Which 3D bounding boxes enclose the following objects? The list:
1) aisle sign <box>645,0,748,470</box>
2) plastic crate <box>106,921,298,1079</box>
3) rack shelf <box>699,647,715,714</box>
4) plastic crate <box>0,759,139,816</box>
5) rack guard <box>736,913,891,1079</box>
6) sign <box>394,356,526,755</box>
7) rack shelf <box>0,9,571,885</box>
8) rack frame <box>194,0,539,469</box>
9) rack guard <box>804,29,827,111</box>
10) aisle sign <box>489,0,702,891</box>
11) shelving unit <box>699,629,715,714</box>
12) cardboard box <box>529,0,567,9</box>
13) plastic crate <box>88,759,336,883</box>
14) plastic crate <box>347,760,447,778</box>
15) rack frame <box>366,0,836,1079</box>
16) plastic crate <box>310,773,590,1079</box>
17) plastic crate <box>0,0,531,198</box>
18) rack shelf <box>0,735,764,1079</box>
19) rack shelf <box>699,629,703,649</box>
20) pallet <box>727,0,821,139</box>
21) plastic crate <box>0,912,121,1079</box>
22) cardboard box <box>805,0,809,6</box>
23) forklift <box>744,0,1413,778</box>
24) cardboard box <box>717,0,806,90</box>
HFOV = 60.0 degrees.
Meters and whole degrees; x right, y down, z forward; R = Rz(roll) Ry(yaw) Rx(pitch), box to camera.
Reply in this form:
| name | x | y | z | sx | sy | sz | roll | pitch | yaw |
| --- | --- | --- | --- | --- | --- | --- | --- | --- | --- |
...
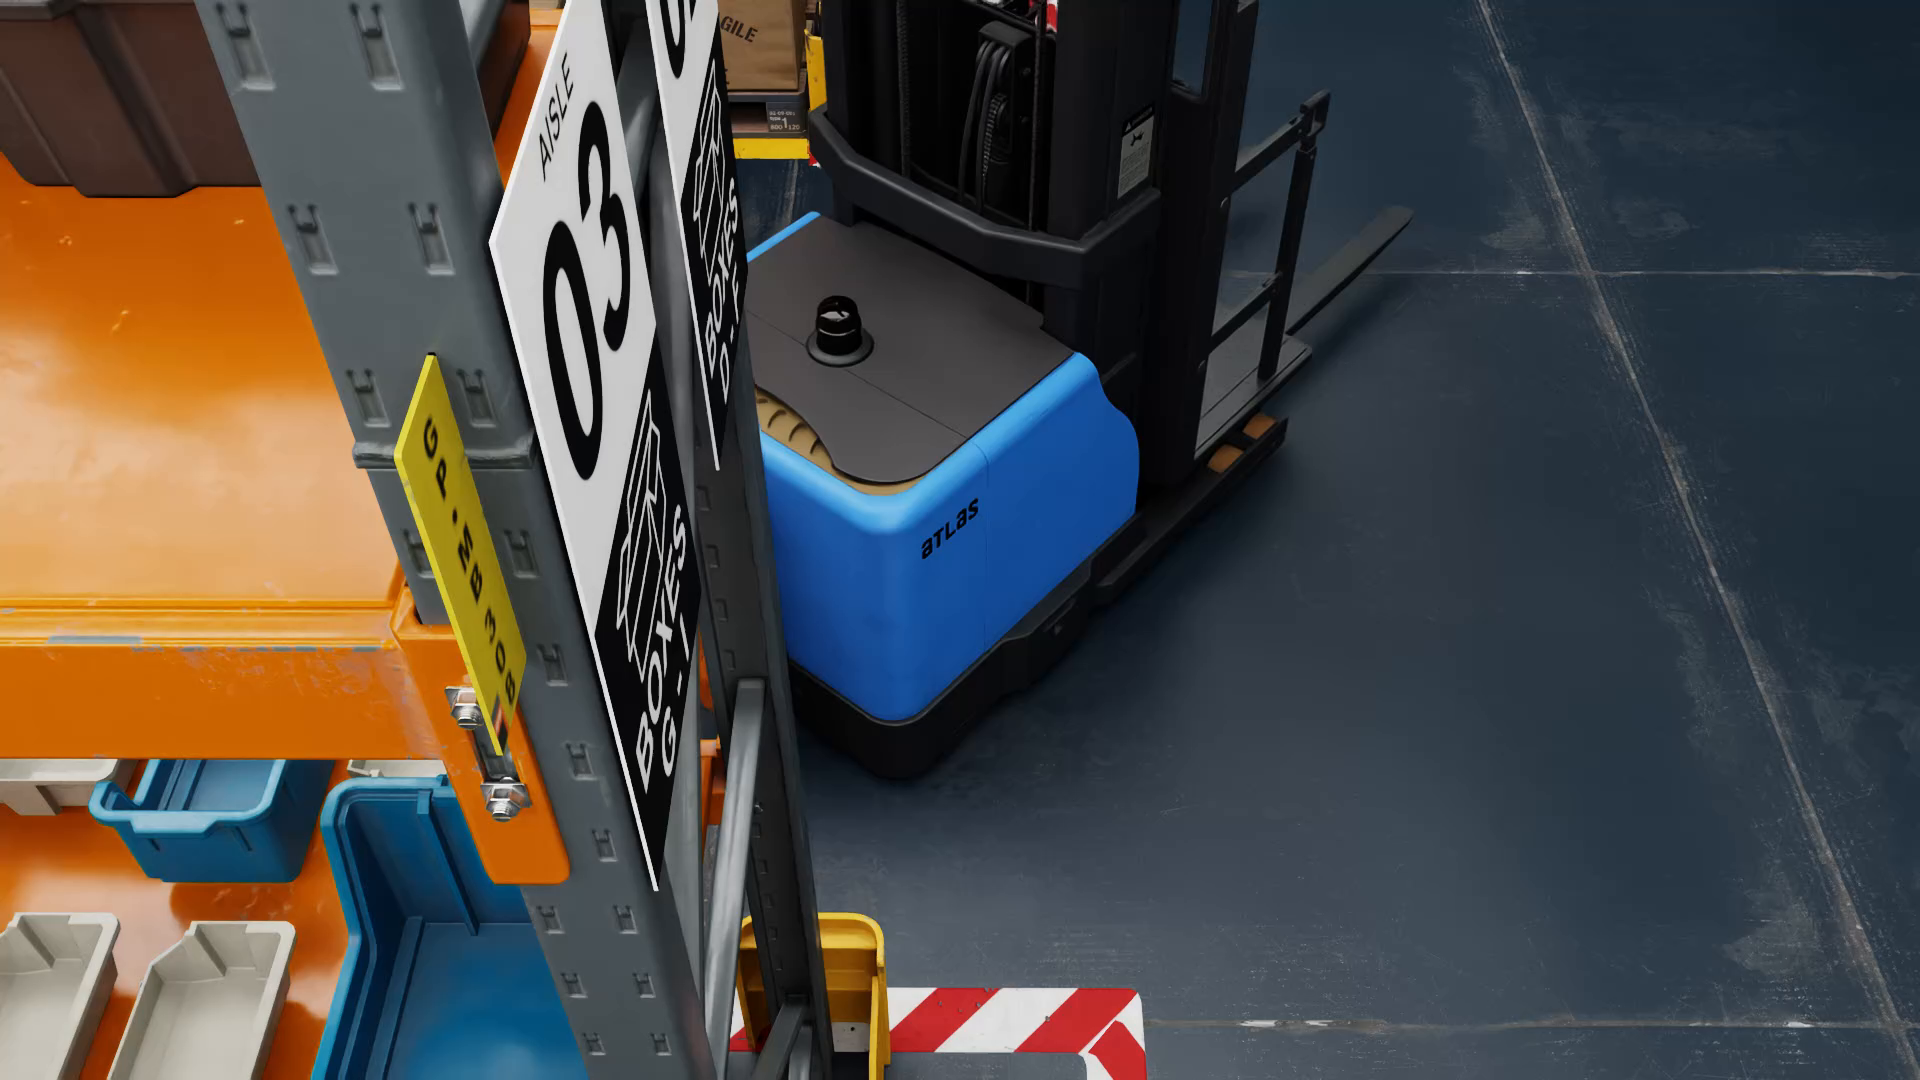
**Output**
| name | x | y | z | sx | sy | sz | roll | pitch | yaw |
| --- | --- | --- | --- | --- | --- | --- | --- | --- | --- |
| aisle sign | -0.297 | -0.498 | 1.888 | 0.004 | 0.787 | 0.394 | 0 | 47 | 0 |
| plastic crate | -1.186 | 0.805 | 2.591 | 0.243 | 0.136 | 0.396 | 0 | 47 | 0 |
| rack shelf | -0.671 | 0.370 | 4.582 | 0.240 | 0.259 | 0.215 | 31 | 54 | 26 |
| plastic crate | -1.614 | 0.369 | 2.996 | 0.298 | 0.136 | 0.250 | 0 | 47 | 0 |
| rack guard | -0.346 | 1.447 | 3.562 | 0.348 | 0.500 | 1.175 | 0 | 47 | 0 |
| sign | -0.356 | 0.021 | 1.203 | 0.005 | 0.325 | 0.100 | 0 | 47 | 0 |
| rack shelf | -2.370 | -0.177 | 1.808 | 4.000 | 0.370 | 1.077 | 0 | 47 | 0 |
| rack frame | -0.370 | -1.439 | 0.442 | 0.127 | 3.000 | 1.000 | 0 | 47 | 0 |
| rack guard | -0.424 | -2.169 | 6.928 | 0.348 | 0.500 | 1.175 | 0 | 47 | 0 |
| aisle sign | -0.299 | -0.066 | 1.486 | 0.004 | 0.787 | 0.394 | 0 | 47 | 0 |
| shelving unit | -0.671 | 0.174 | 4.371 | 0.252 | 1.050 | 0.215 | 31 | 54 | 26 |
| cardboard box | -1.842 | -2.080 | 6.714 | 0.500 | 0.250 | 0.500 | 0 | 47 | 0 |
| plastic crate | -1.274 | 0.398 | 2.904 | 0.300 | 0.233 | 0.416 | 0 | 47 | 0 |
| plastic crate | -0.936 | 0.371 | 2.994 | 0.298 | 0.136 | 0.250 | 0 | 47 | 0 |
| rack frame | -0.370 | 0.605 | 2.638 | 0.127 | 3.000 | 1.000 | 0 | 47 | 0 |
| plastic crate | -0.705 | 0.708 | 2.476 | 0.499 | 0.435 | 0.616 | 0 | 47 | 0 |
| plastic crate | -0.754 | -0.578 | 1.779 | 0.590 | 0.269 | 0.497 | 0 | 47 | 0 |
| rack shelf | -2.370 | 0.845 | 2.906 | 4.000 | 0.370 | 1.077 | 0 | 47 | 0 |
| rack shelf | -0.671 | 0.181 | 4.379 | 0.240 | 0.259 | 0.215 | 31 | 54 | 26 |
| pallet | -1.221 | -2.072 | 7.035 | 1.213 | 0.211 | 1.003 | 0 | 47 | 0 |
| plastic crate | -1.476 | 0.793 | 2.602 | 0.243 | 0.136 | 0.396 | 0 | 47 | 0 |
| cardboard box | -0.765 | -2.452 | 7.130 | 0.250 | 0.149 | 0.380 | 0 | 47 | 0 |
| forklift | 0.419 | -1.360 | 4.513 | 1.130 | 2.935 | 3.031 | 32 | 55 | 26 |
| cardboard box | -0.892 | -2.140 | 6.600 | 0.500 | 0.500 | 0.500 | 0 | 47 | 0 |
